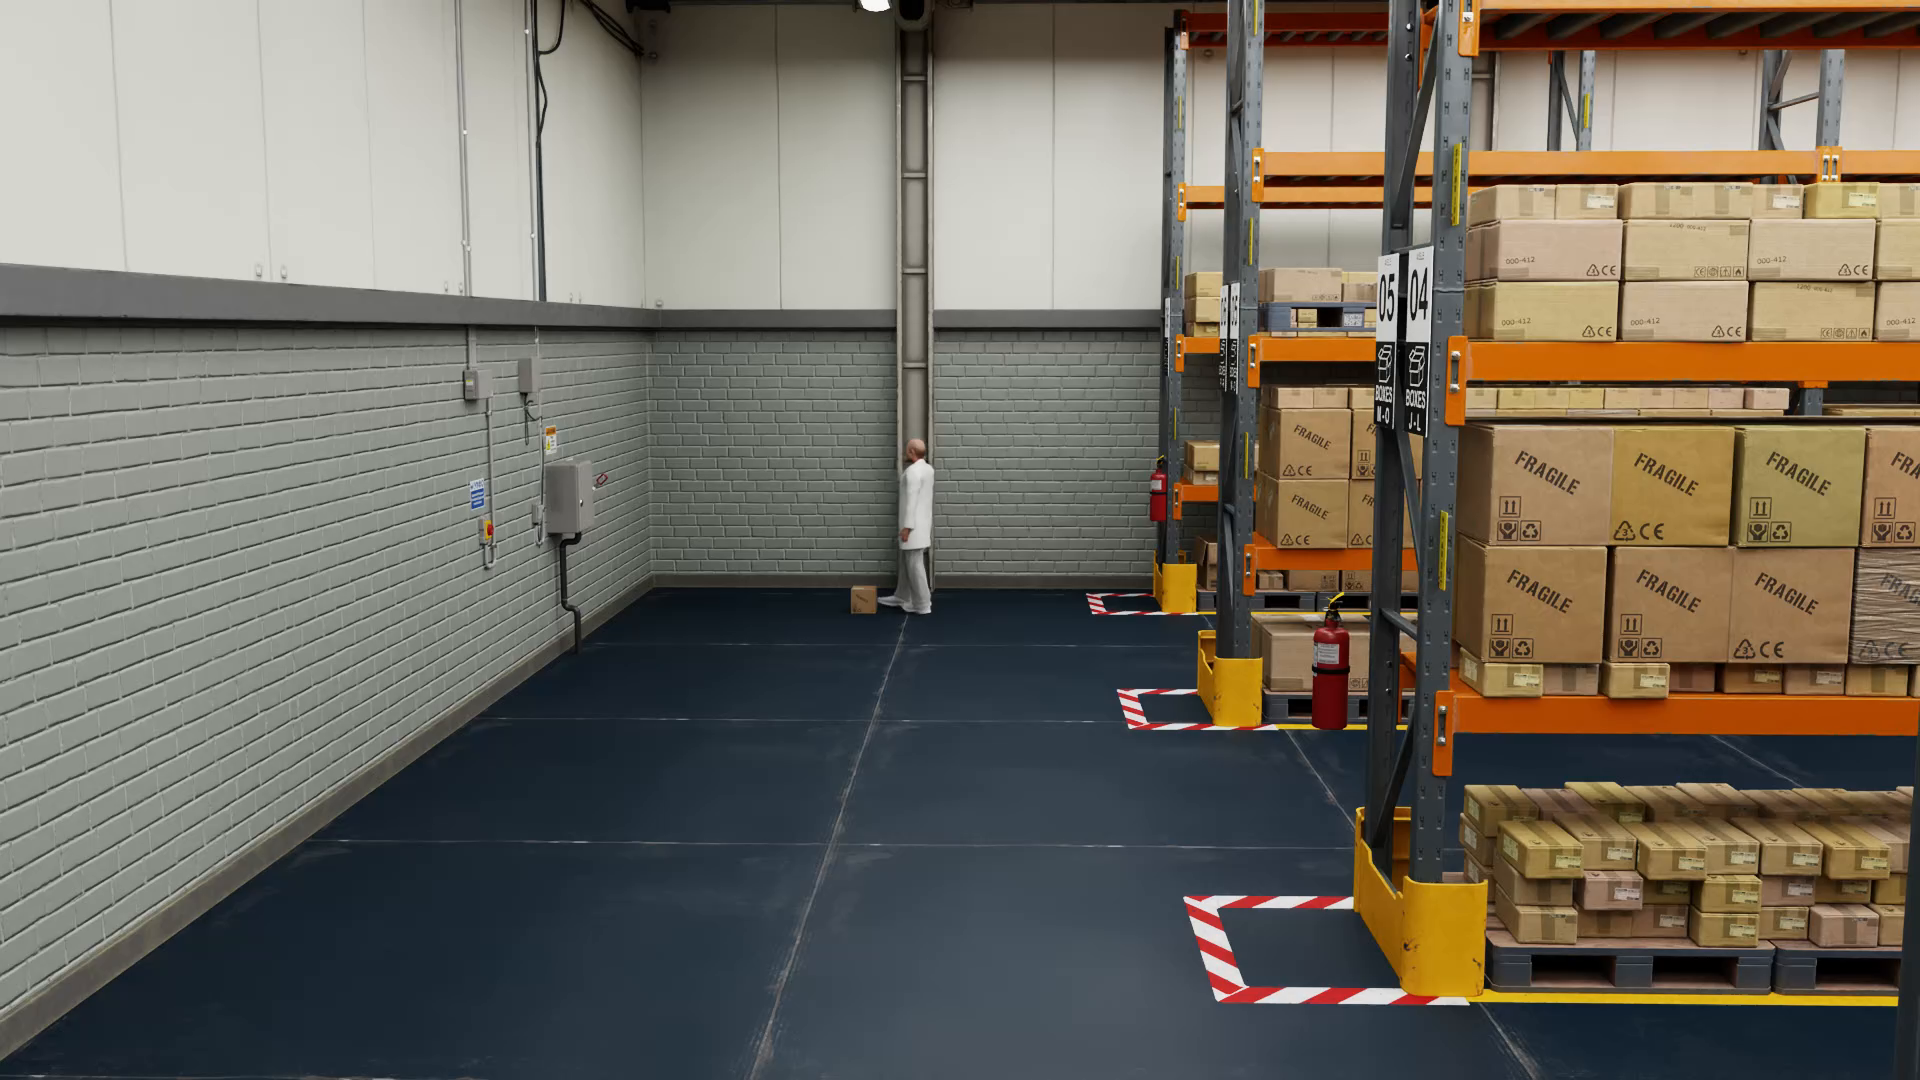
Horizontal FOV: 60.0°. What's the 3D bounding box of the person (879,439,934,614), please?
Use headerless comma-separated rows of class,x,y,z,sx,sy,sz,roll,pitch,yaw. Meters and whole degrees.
person,-0.581,-0.154,17.021,0.667,1.774,0.593,2,7,18
